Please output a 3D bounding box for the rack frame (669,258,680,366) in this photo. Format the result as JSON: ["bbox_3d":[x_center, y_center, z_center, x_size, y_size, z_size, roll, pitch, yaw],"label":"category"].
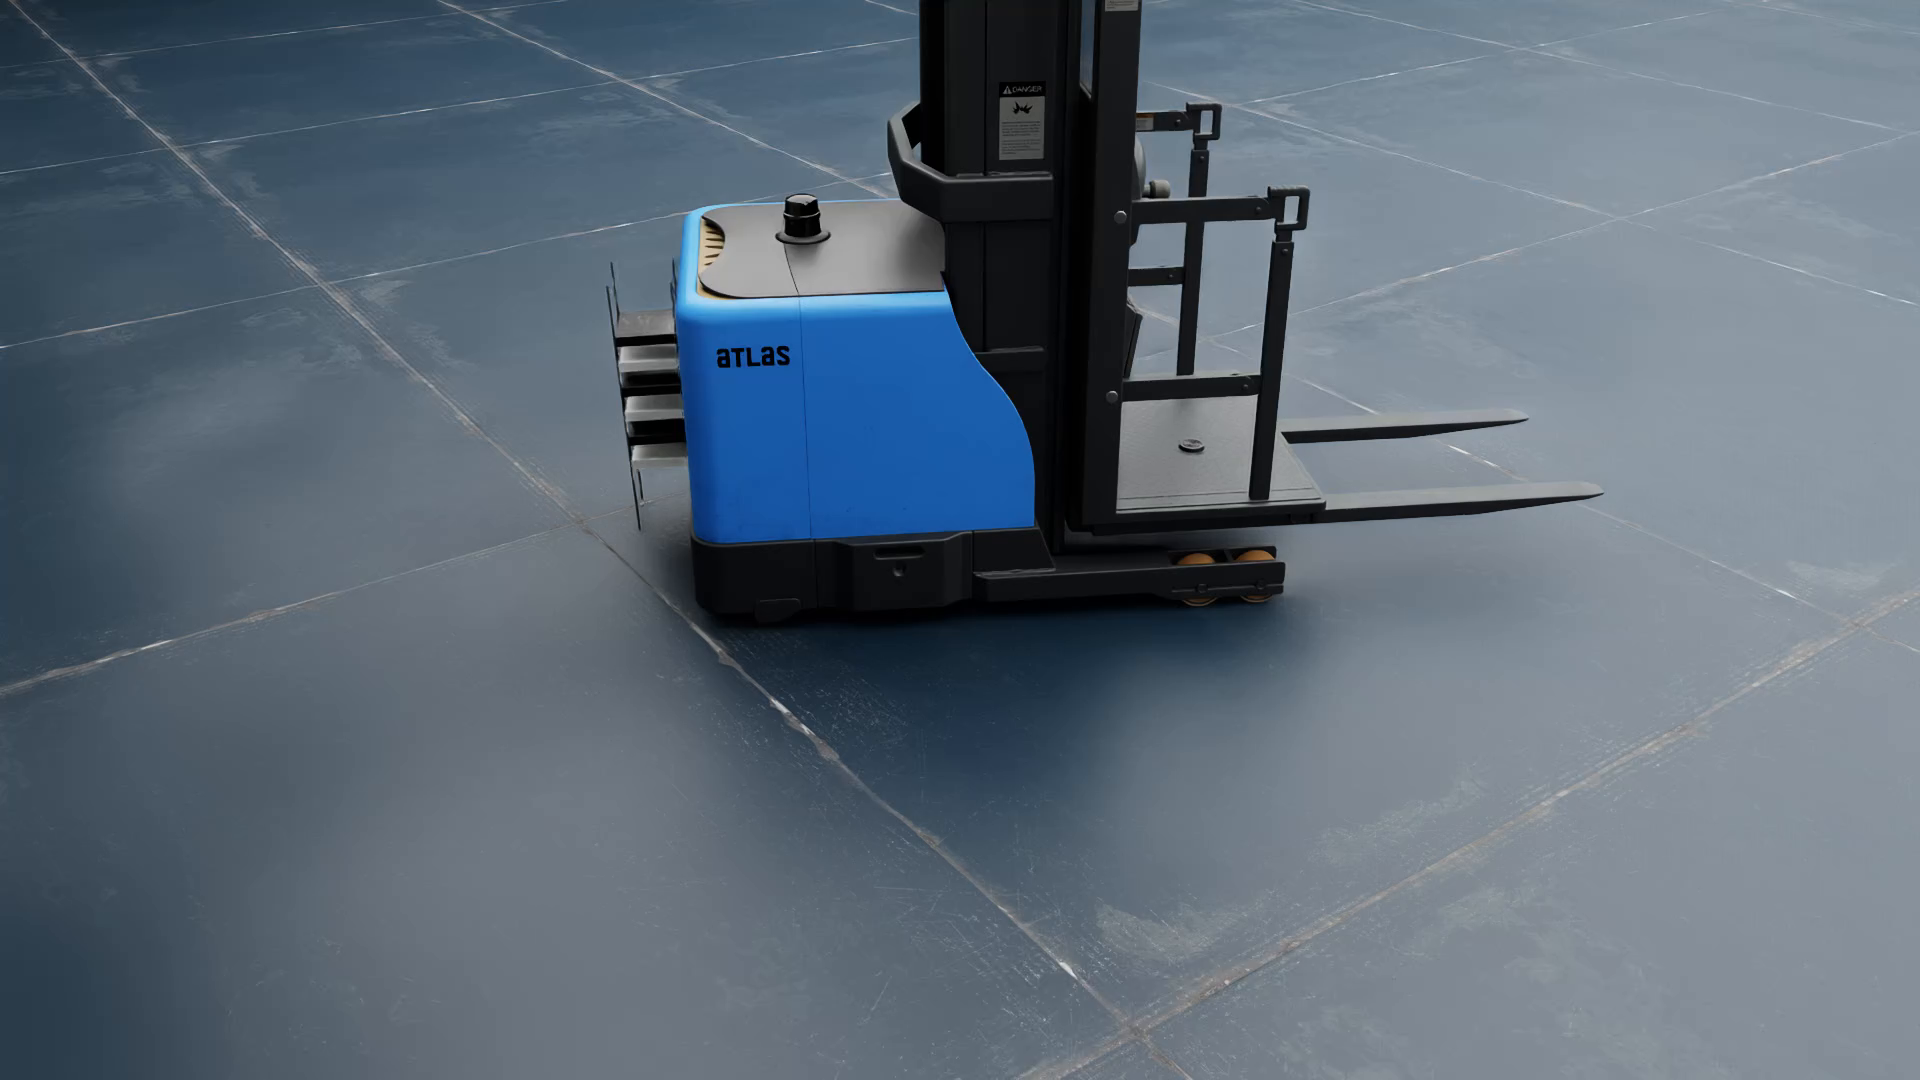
[{"bbox_3d":[-0.943,-0.501,5.718,0.006,0.900,0.240,-5,29,-5],"label":"rack frame"}]

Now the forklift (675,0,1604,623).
[{"bbox_3d":[0.620,-1.323,5.115,3.031,2.935,1.130,-3,29,-6],"label":"forklift"}]

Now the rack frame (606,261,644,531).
[{"bbox_3d":[-1.145,-0.484,5.699,0.006,0.900,0.240,-5,29,-5],"label":"rack frame"}]

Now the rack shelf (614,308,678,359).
[{"bbox_3d":[-1.050,-0.700,5.595,0.200,0.077,0.258,-5,29,-5],"label":"rack shelf"}]

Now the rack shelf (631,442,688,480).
[{"bbox_3d":[-1.039,-0.305,5.811,0.200,0.077,0.258,-5,29,-5],"label":"rack shelf"}]

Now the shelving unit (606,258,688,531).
[{"bbox_3d":[-1.044,-0.492,5.708,0.210,0.900,0.258,-5,29,-5],"label":"shelving unit"}]

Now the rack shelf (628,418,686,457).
[{"bbox_3d":[-1.041,-0.384,5.767,0.200,0.077,0.258,-5,29,-5],"label":"rack shelf"}]

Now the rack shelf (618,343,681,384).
[{"bbox_3d":[-1.048,-0.621,5.638,0.200,0.077,0.258,-5,29,-5],"label":"rack shelf"}]

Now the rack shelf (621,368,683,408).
[{"bbox_3d":[-1.045,-0.542,5.681,0.200,0.077,0.258,-5,29,-5],"label":"rack shelf"}]

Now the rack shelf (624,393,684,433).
[{"bbox_3d":[-1.043,-0.463,5.724,0.200,0.077,0.258,-5,29,-5],"label":"rack shelf"}]
